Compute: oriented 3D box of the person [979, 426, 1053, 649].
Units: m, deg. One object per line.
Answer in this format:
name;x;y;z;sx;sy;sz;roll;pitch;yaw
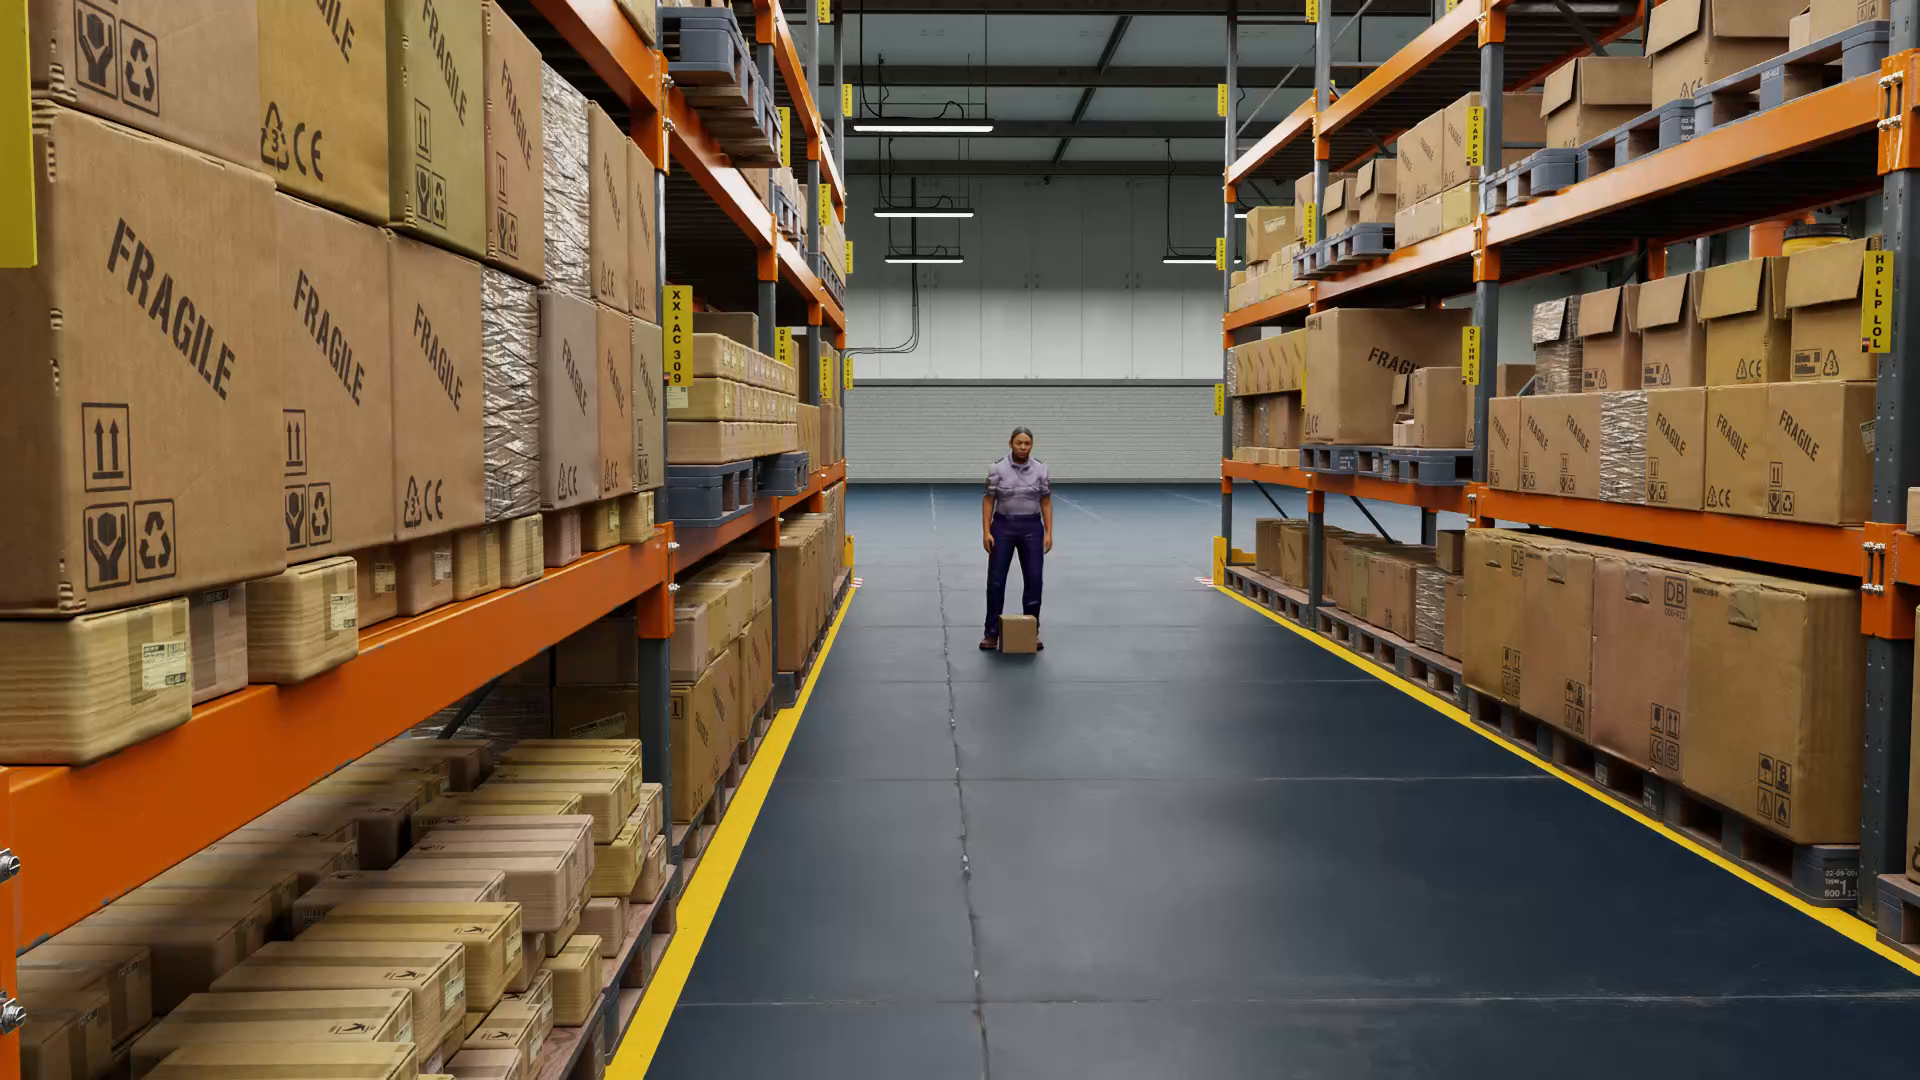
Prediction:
person;0.414;-0.016;12.408;0.564;1.637;0.370;0;4;-5
